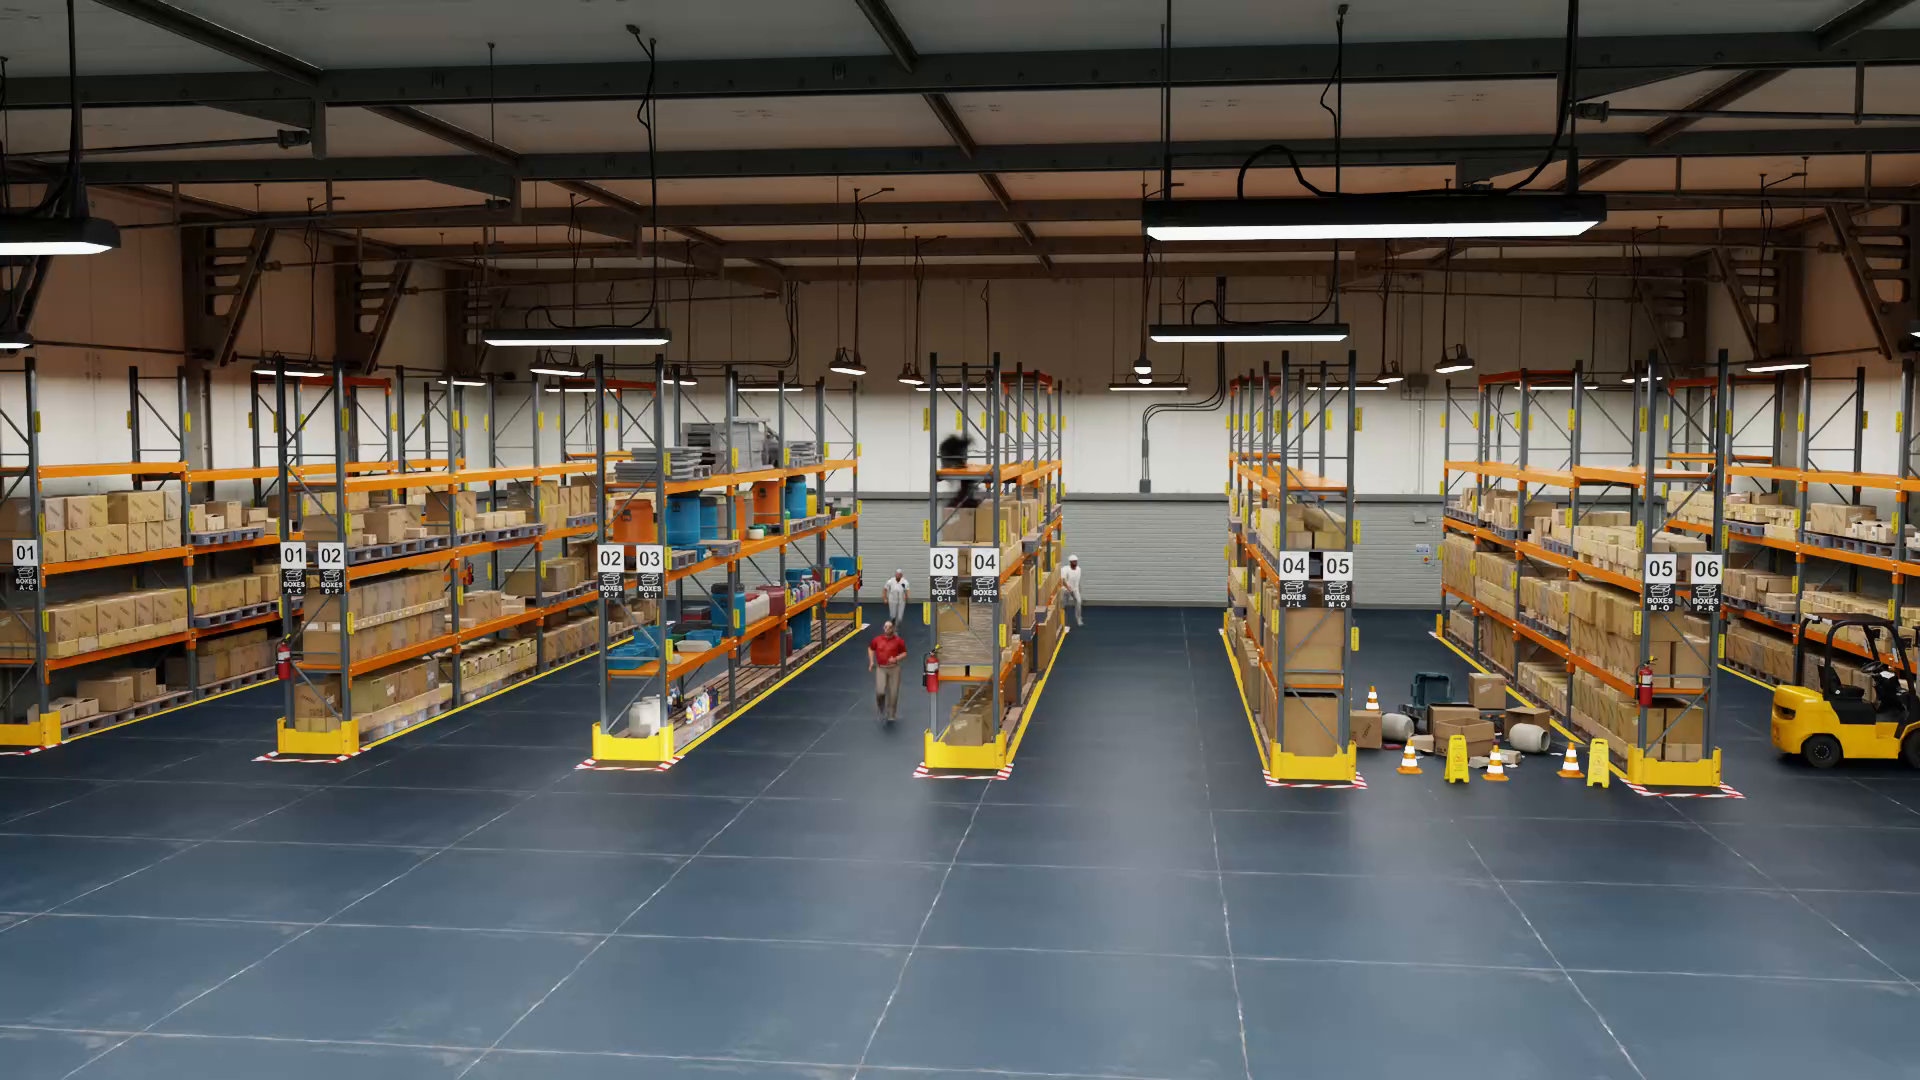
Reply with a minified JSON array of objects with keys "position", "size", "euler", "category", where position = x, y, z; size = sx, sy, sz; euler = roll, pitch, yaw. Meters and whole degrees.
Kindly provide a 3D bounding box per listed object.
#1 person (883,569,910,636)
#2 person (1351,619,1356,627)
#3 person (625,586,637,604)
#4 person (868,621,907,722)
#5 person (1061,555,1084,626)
[{"position":[-1.462,1.469,38.742],"size":[0.617,1.606,0.605],"euler":[-1,4,-10],"category":"person"},{"position":[8.903,1.515,39.183],"size":[0.849,1.465,0.589],"euler":[2,4,26],"category":"person"},{"position":[-8.209,1.163,42.809],"size":[1.036,1.687,0.625],"euler":[2,4,22],"category":"person"},{"position":[-1.211,2.195,27.612],"size":[0.654,1.698,0.654],"euler":[0,4,1],"category":"person"},{"position":[2.740,1.212,40.905],"size":[0.646,1.706,0.986],"euler":[-2,4,-25],"category":"person"}]
